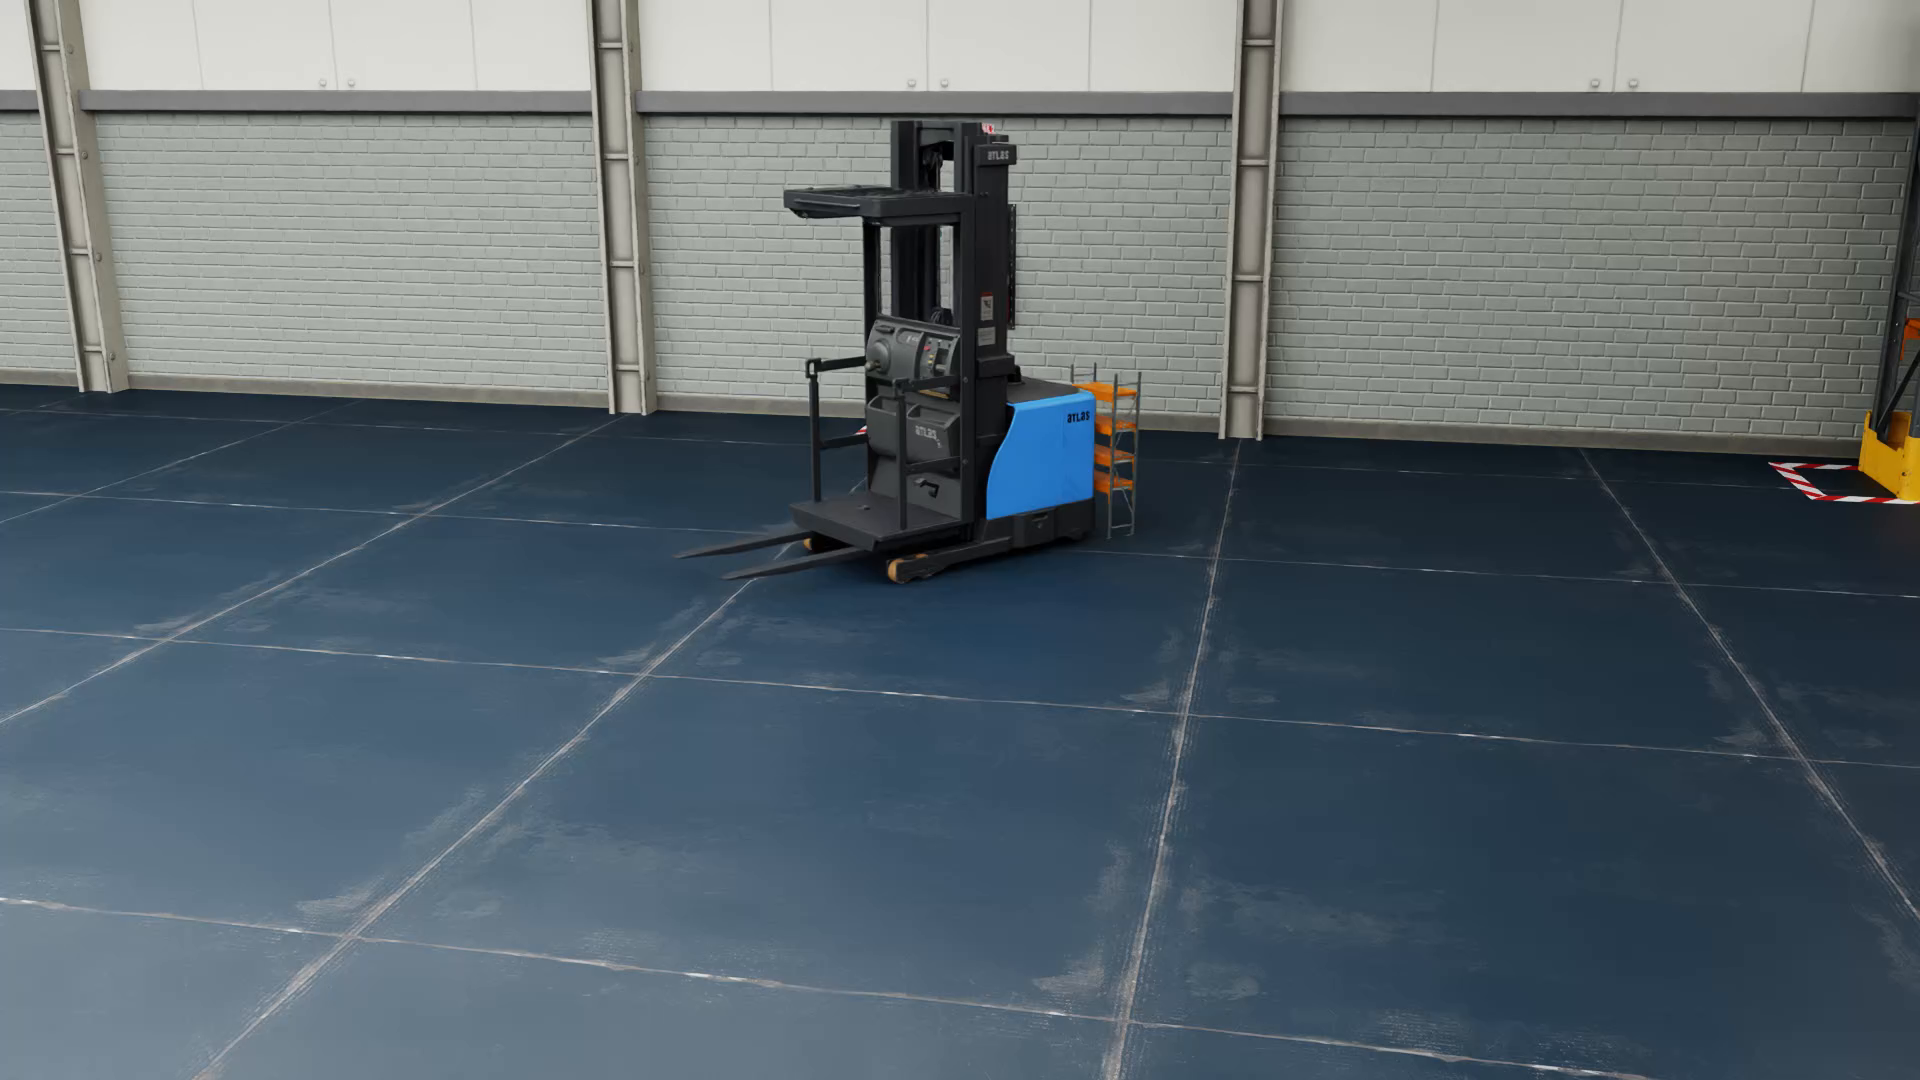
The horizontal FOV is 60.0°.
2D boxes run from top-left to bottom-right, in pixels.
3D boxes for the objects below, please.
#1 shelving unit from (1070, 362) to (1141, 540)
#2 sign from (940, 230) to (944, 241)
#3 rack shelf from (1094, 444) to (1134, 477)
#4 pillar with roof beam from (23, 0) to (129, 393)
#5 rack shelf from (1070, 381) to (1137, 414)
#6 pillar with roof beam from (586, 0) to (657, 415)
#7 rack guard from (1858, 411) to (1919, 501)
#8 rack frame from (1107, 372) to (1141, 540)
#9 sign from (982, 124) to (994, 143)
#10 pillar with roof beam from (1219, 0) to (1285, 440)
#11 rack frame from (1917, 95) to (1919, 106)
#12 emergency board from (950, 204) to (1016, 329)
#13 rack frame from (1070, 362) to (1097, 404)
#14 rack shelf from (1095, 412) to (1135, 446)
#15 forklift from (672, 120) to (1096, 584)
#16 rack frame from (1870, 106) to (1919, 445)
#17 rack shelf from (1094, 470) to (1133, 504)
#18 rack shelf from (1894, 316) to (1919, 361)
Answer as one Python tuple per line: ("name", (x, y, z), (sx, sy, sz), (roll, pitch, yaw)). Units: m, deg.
("shelving unit", (1.034, -0.653, 12.091), (0.258, 1.200, 0.503), (-9, 18, -34))
("sign", (-0.316, -2.880, 15.712), (0.331, 0.109, 0.001), (3, 16, 11))
("rack shelf", (1.033, -0.588, 12.108), (0.258, 0.148, 0.480), (-9, 18, -34))
("pillar with roof beam", (-10.000, -4.816, 12.520), (0.400, 9.000, 9.100), (3, 16, 11))
("rack shelf", (1.041, -1.033, 11.991), (0.258, 0.148, 0.480), (-9, 18, -34))
("pillar with roof beam", (-4.121, -4.497, 11.368), (0.400, 9.000, 9.100), (3, 16, 11))
("rack guard", (7.713, -0.696, 13.567), (0.348, 0.500, 1.175), (3, 16, 11))
("rack frame", (1.175, -0.600, 11.899), (0.240, 1.200, 0.015), (-9, 18, -34))
("sign", (0.215, -3.698, 15.379), (0.199, 0.298, 0.001), (3, 16, 11))
("pillar with roof beam", (1.759, -4.177, 10.216), (0.400, 9.000, 9.100), (3, 16, 11))
("rack frame", (7.638, -4.795, 12.447), (0.127, 3.000, 1.000), (3, 16, 11))
("emergency board", (0.203, -2.554, 15.593), (0.643, 1.169, 0.194), (3, 16, 11))
("rack frame", (0.893, -0.706, 12.282), (0.240, 1.200, 0.015), (-9, 18, -34))
("rack shelf", (1.037, -0.805, 12.051), (0.258, 0.148, 0.480), (-9, 18, -34))
("forklift", (-0.486, -1.280, 11.124), (3.031, 2.935, 1.130), (-12, 20, -37))
("rack frame", (7.638, -1.904, 13.247), (0.127, 3.000, 1.000), (3, 16, 11))
("rack shelf", (1.029, -0.396, 12.158), (0.258, 0.148, 0.480), (-9, 18, -34))
("rack shelf", (9.598, -1.451, 12.959), (4.000, 0.370, 1.077), (3, 16, 11))
